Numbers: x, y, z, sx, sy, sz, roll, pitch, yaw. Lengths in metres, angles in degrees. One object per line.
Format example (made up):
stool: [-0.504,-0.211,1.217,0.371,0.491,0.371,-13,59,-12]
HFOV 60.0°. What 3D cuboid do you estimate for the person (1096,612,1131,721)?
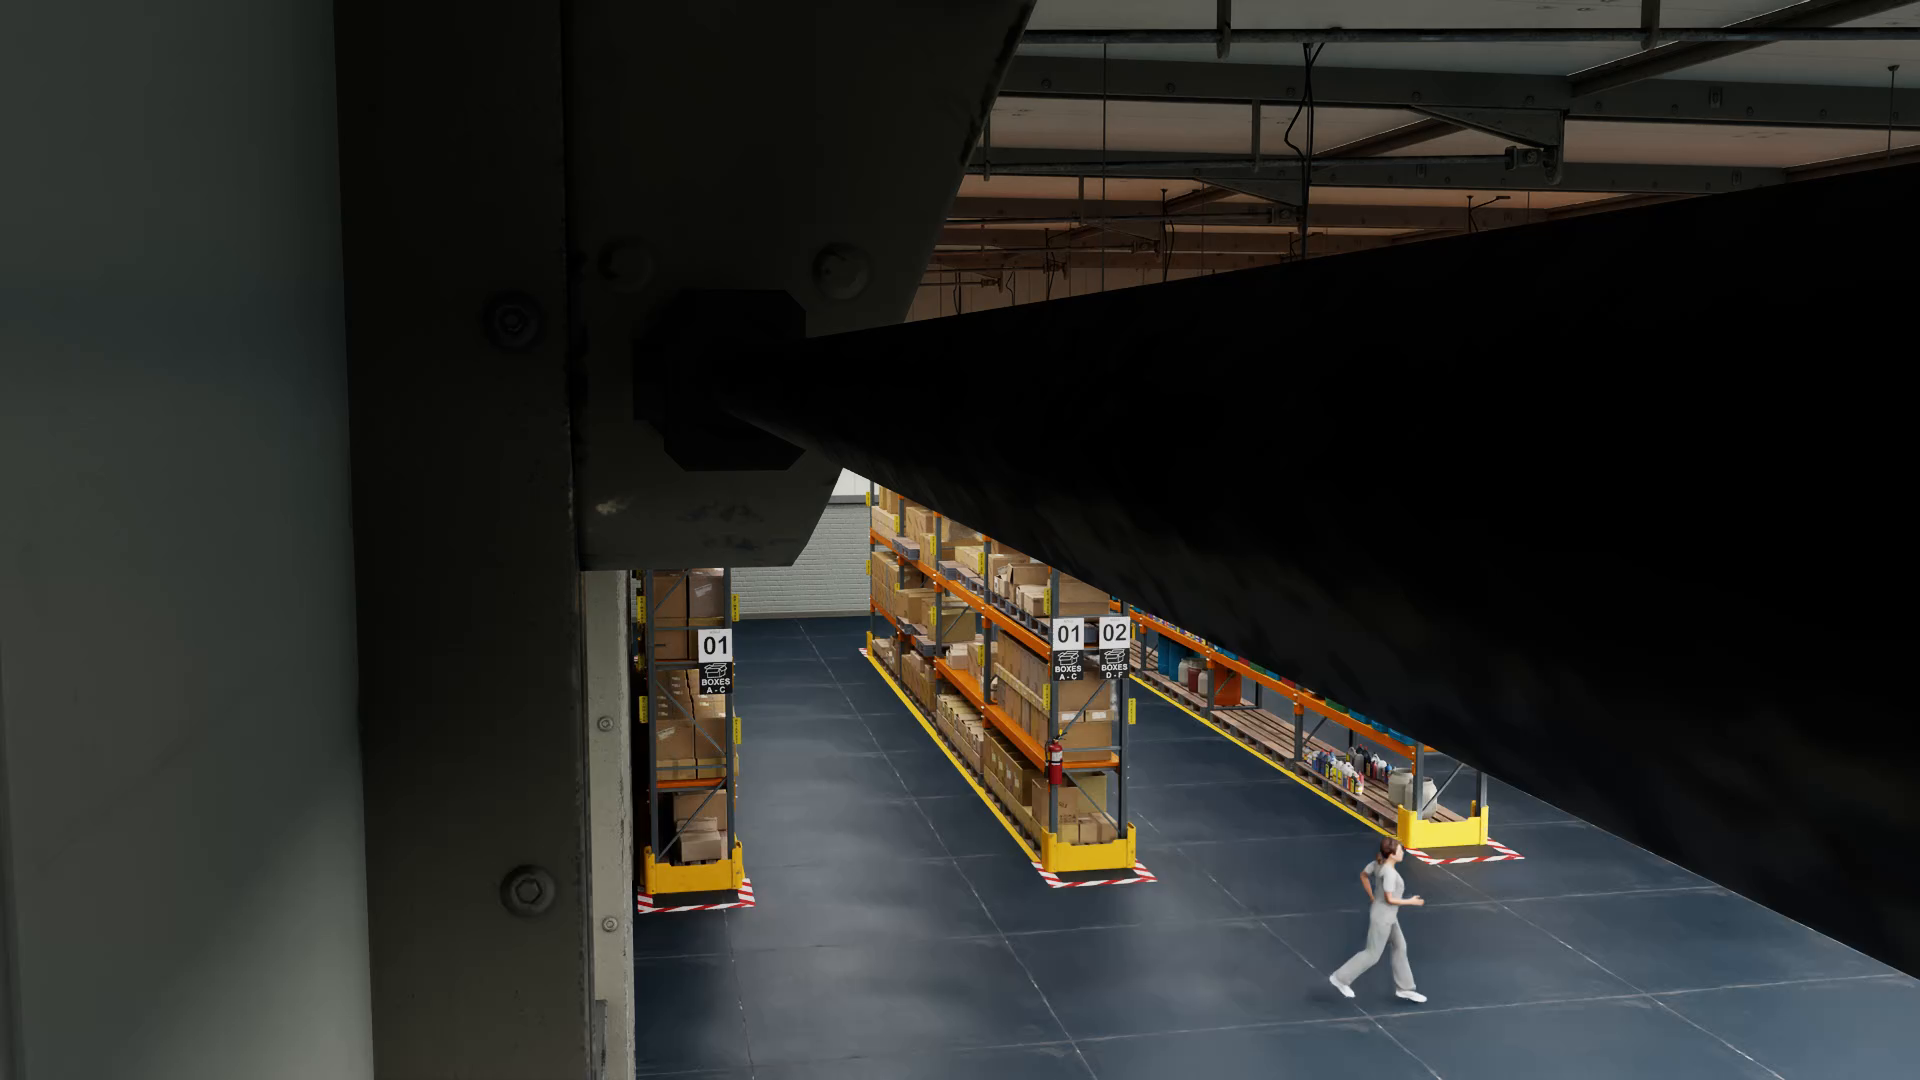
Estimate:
person: [2.641,2.142,28.640,0.651,1.823,0.910,-2,6,-19]

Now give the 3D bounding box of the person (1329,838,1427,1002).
person: [4.163,3.769,16.493,0.967,1.668,0.539,1,6,8]
